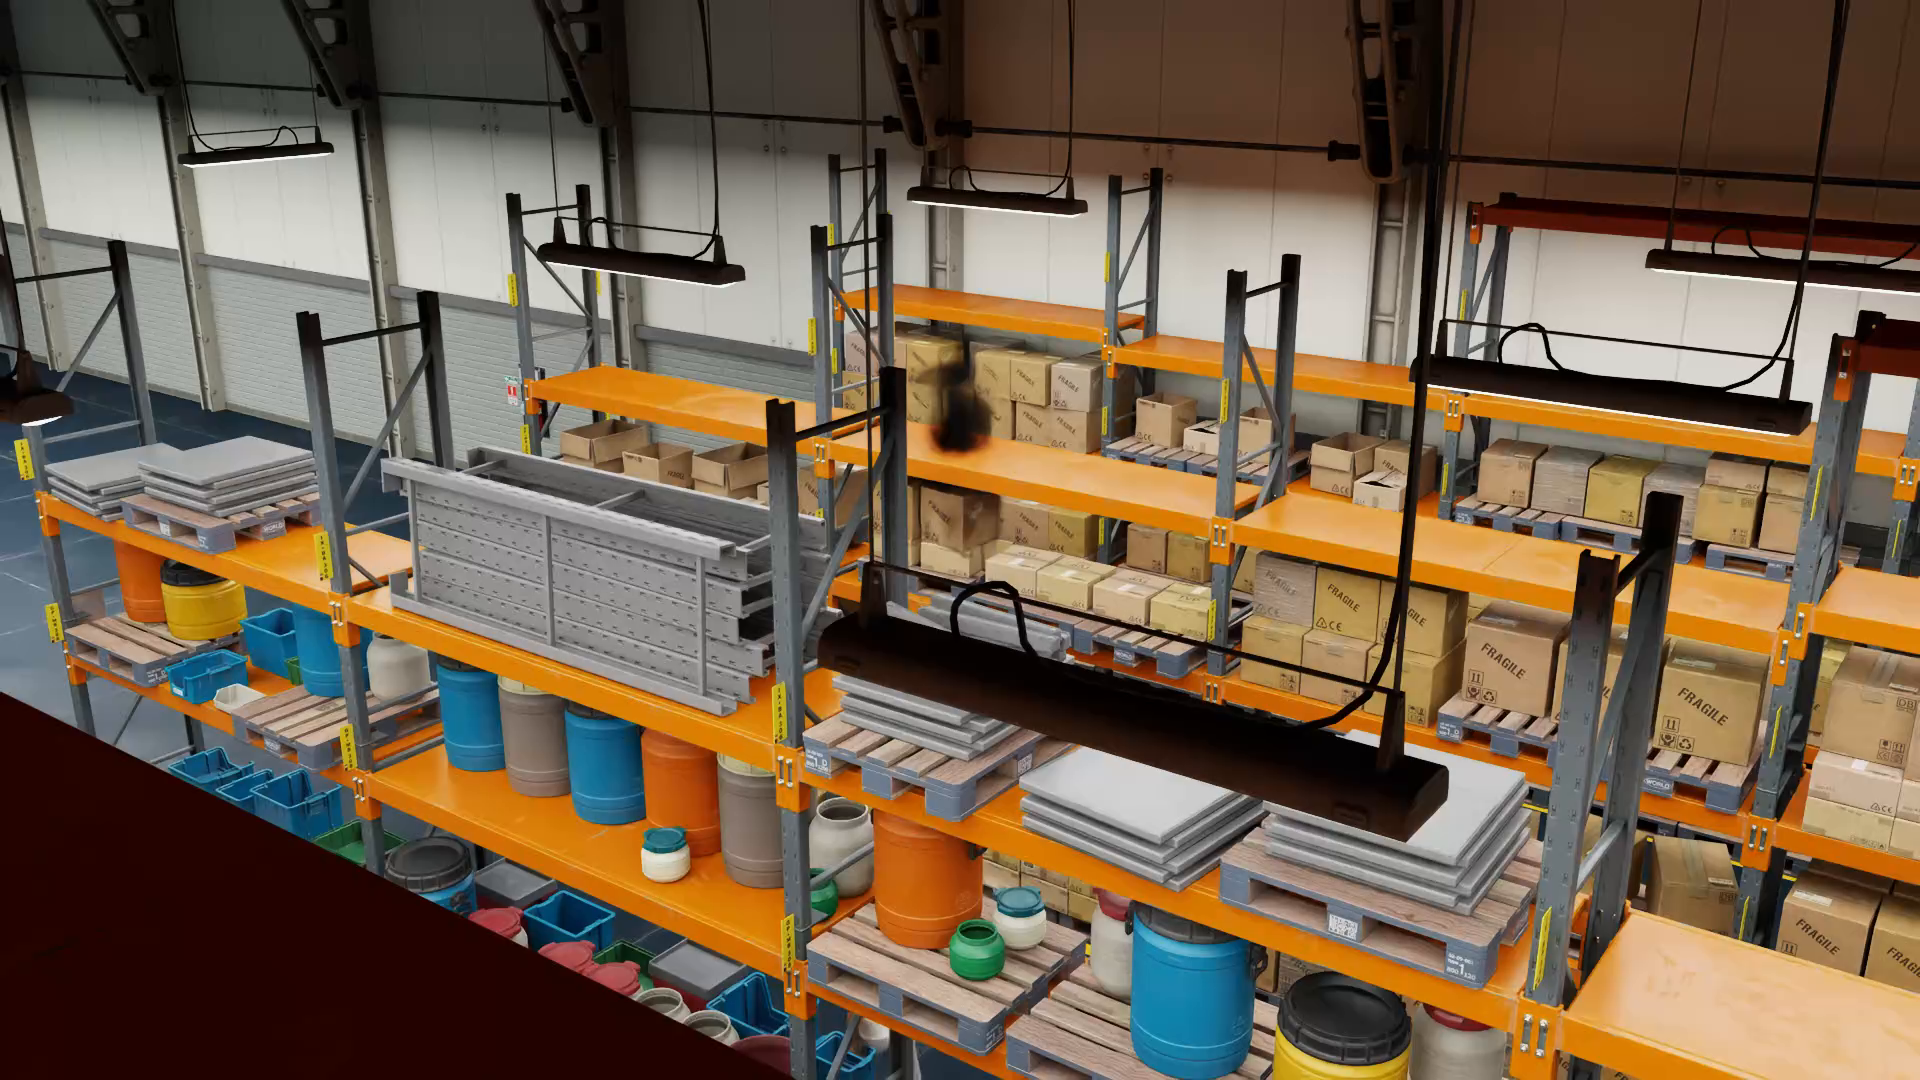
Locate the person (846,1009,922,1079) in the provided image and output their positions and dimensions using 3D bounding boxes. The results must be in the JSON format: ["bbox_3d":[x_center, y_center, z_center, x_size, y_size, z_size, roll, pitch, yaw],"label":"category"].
[{"bbox_3d":[-0.539,3.540,12.004,0.643,1.612,0.907,-9,21,-25],"label":"person"}]
